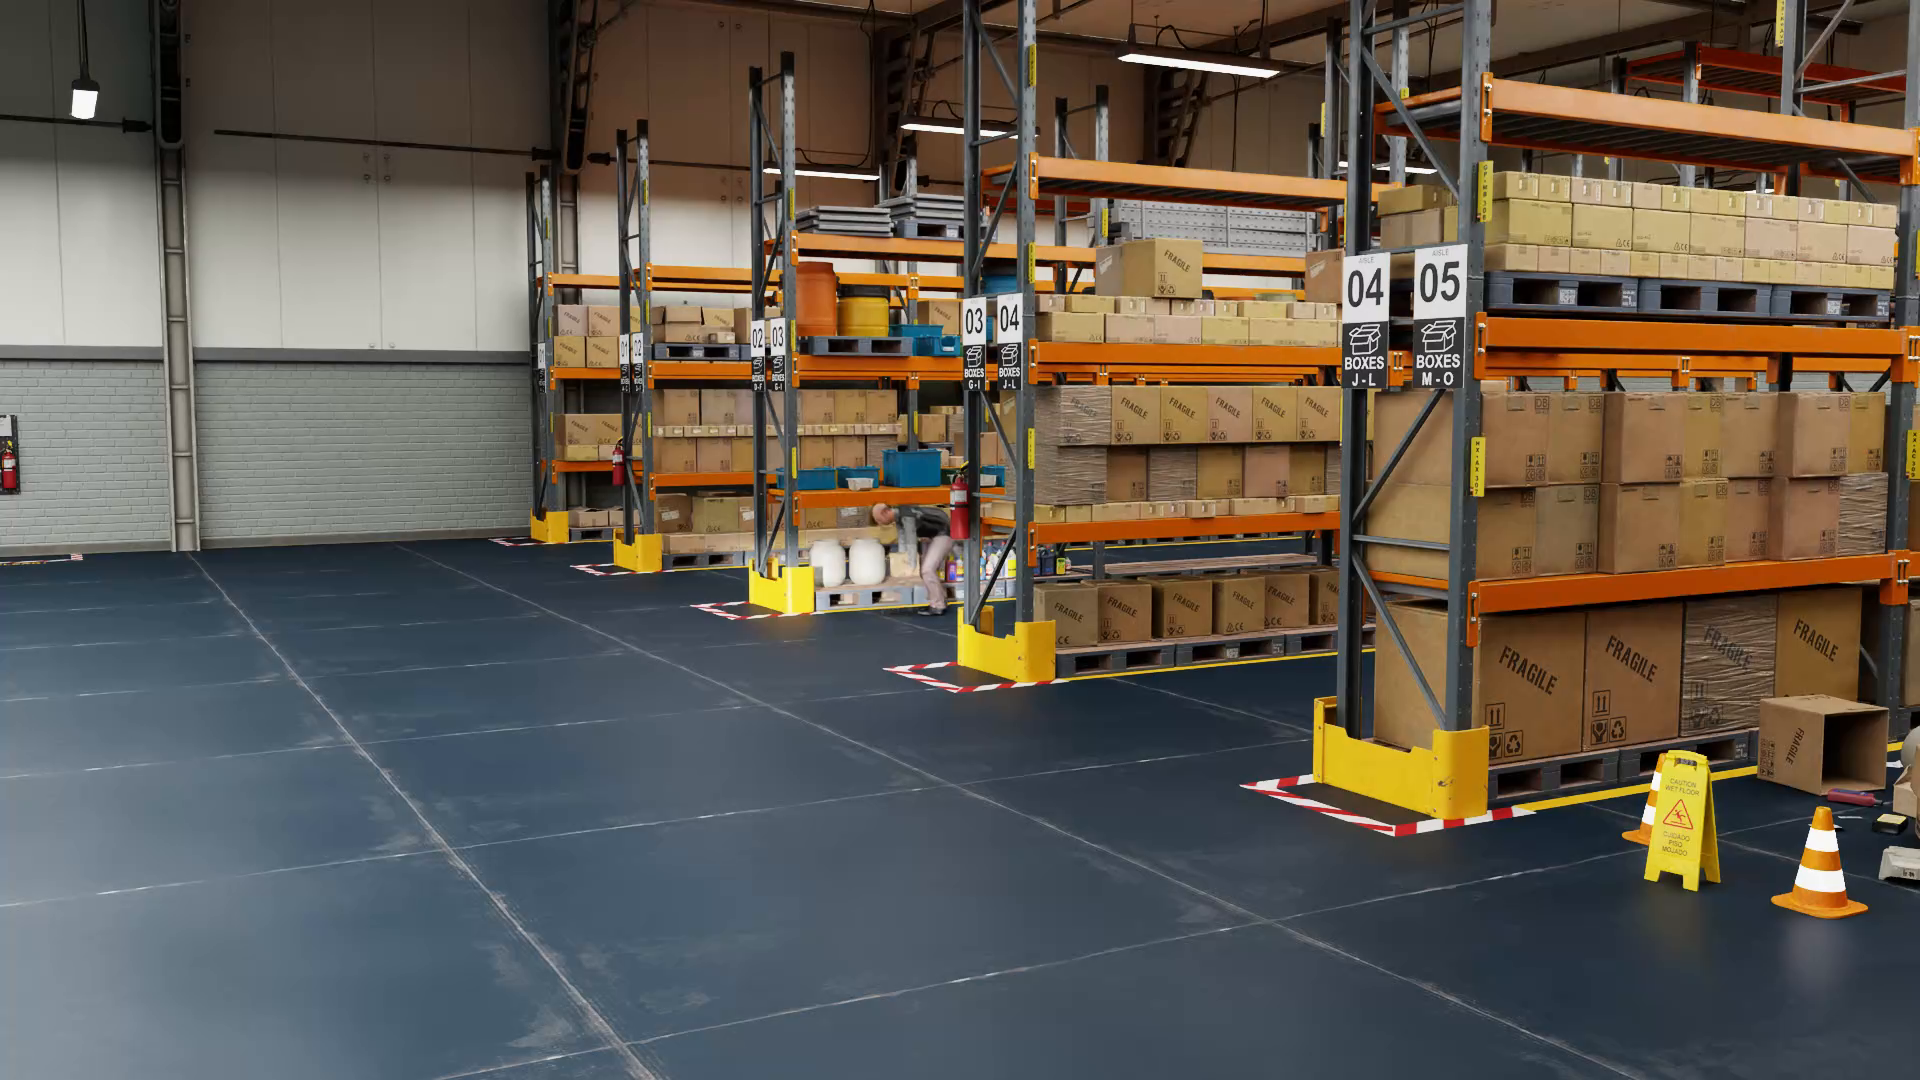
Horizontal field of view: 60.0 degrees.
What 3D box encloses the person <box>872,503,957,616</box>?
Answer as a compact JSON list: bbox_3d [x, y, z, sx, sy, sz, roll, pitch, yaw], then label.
[{"bbox_3d":[-0.485,0.203,17.998,0.937,1.214,0.457,-1,5,-12],"label":"person"}]
